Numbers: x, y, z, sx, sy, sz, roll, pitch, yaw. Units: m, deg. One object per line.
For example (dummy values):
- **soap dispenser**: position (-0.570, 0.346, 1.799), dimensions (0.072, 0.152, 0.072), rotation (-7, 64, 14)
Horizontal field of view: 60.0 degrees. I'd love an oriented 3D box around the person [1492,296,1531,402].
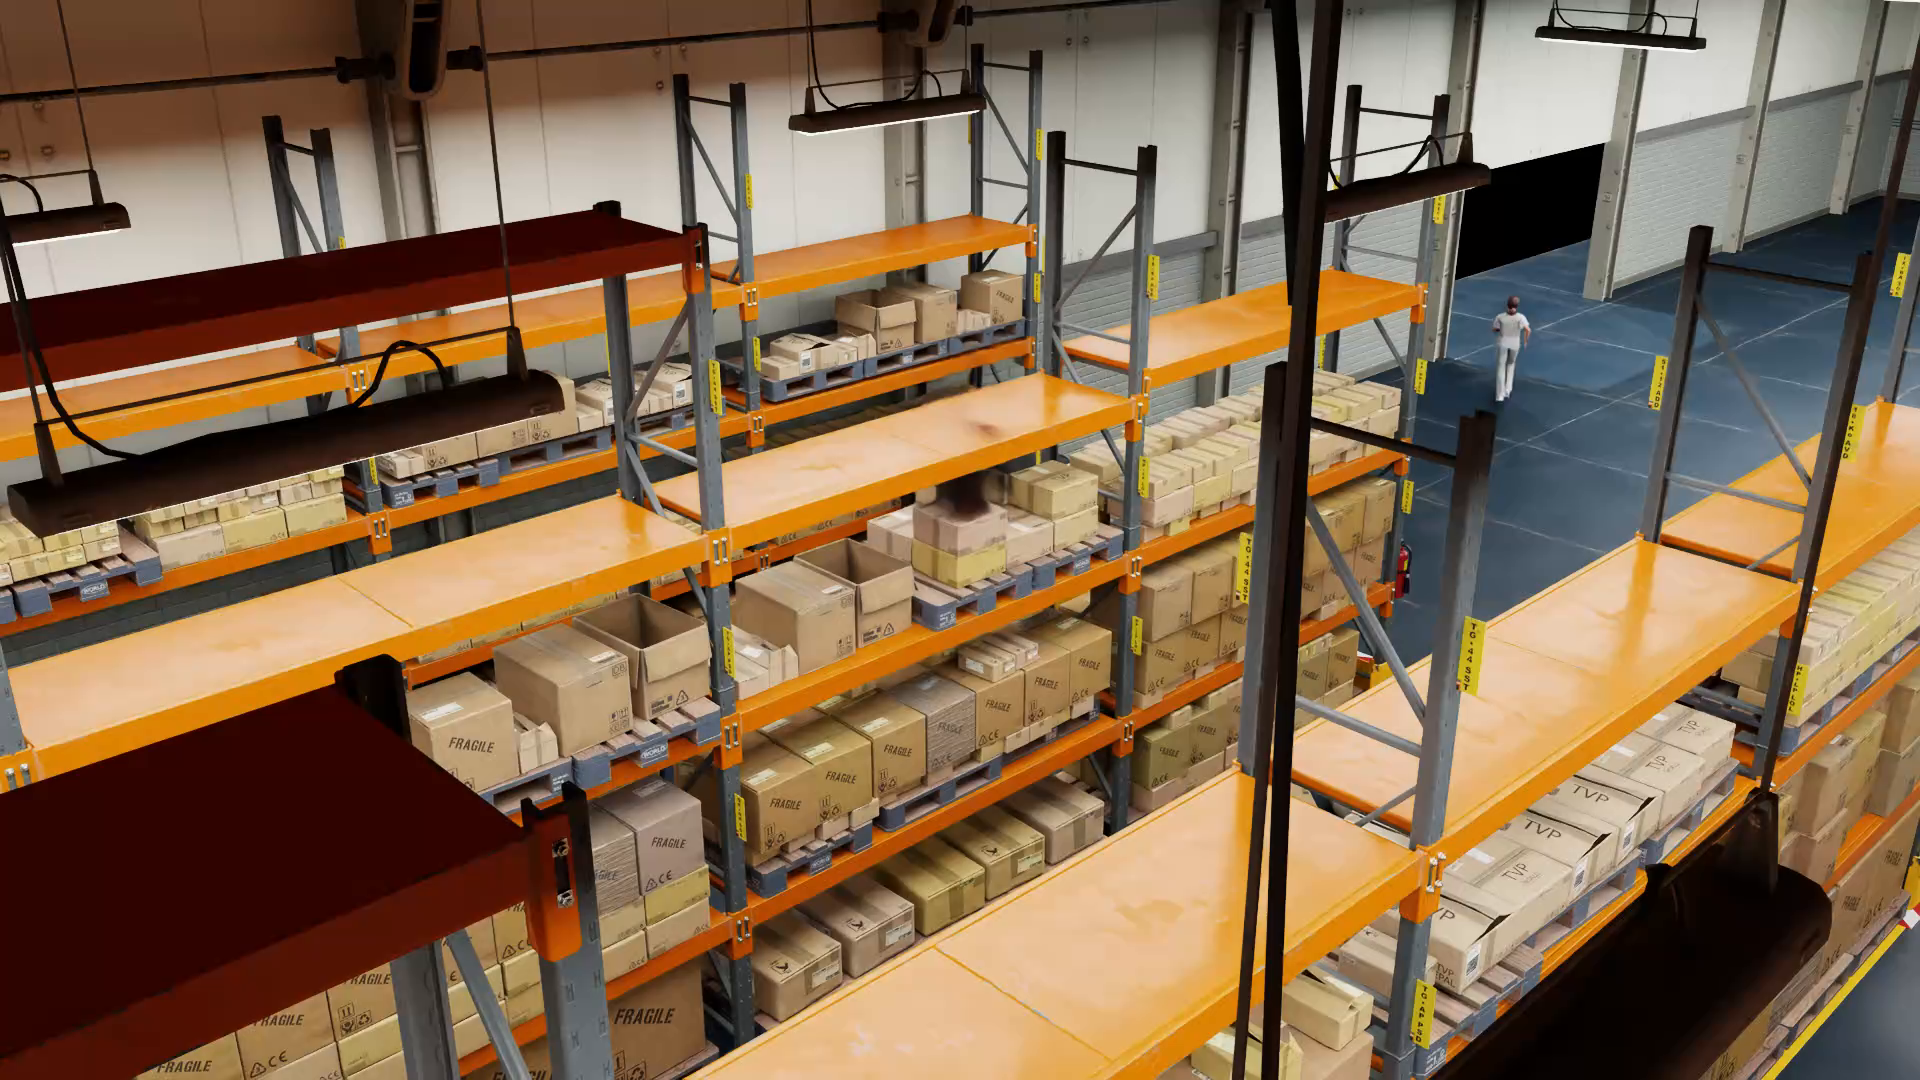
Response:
- **person**: position (8.494, -2.932, 25.769), dimensions (0.538, 1.724, 0.763), rotation (4, 23, 10)
